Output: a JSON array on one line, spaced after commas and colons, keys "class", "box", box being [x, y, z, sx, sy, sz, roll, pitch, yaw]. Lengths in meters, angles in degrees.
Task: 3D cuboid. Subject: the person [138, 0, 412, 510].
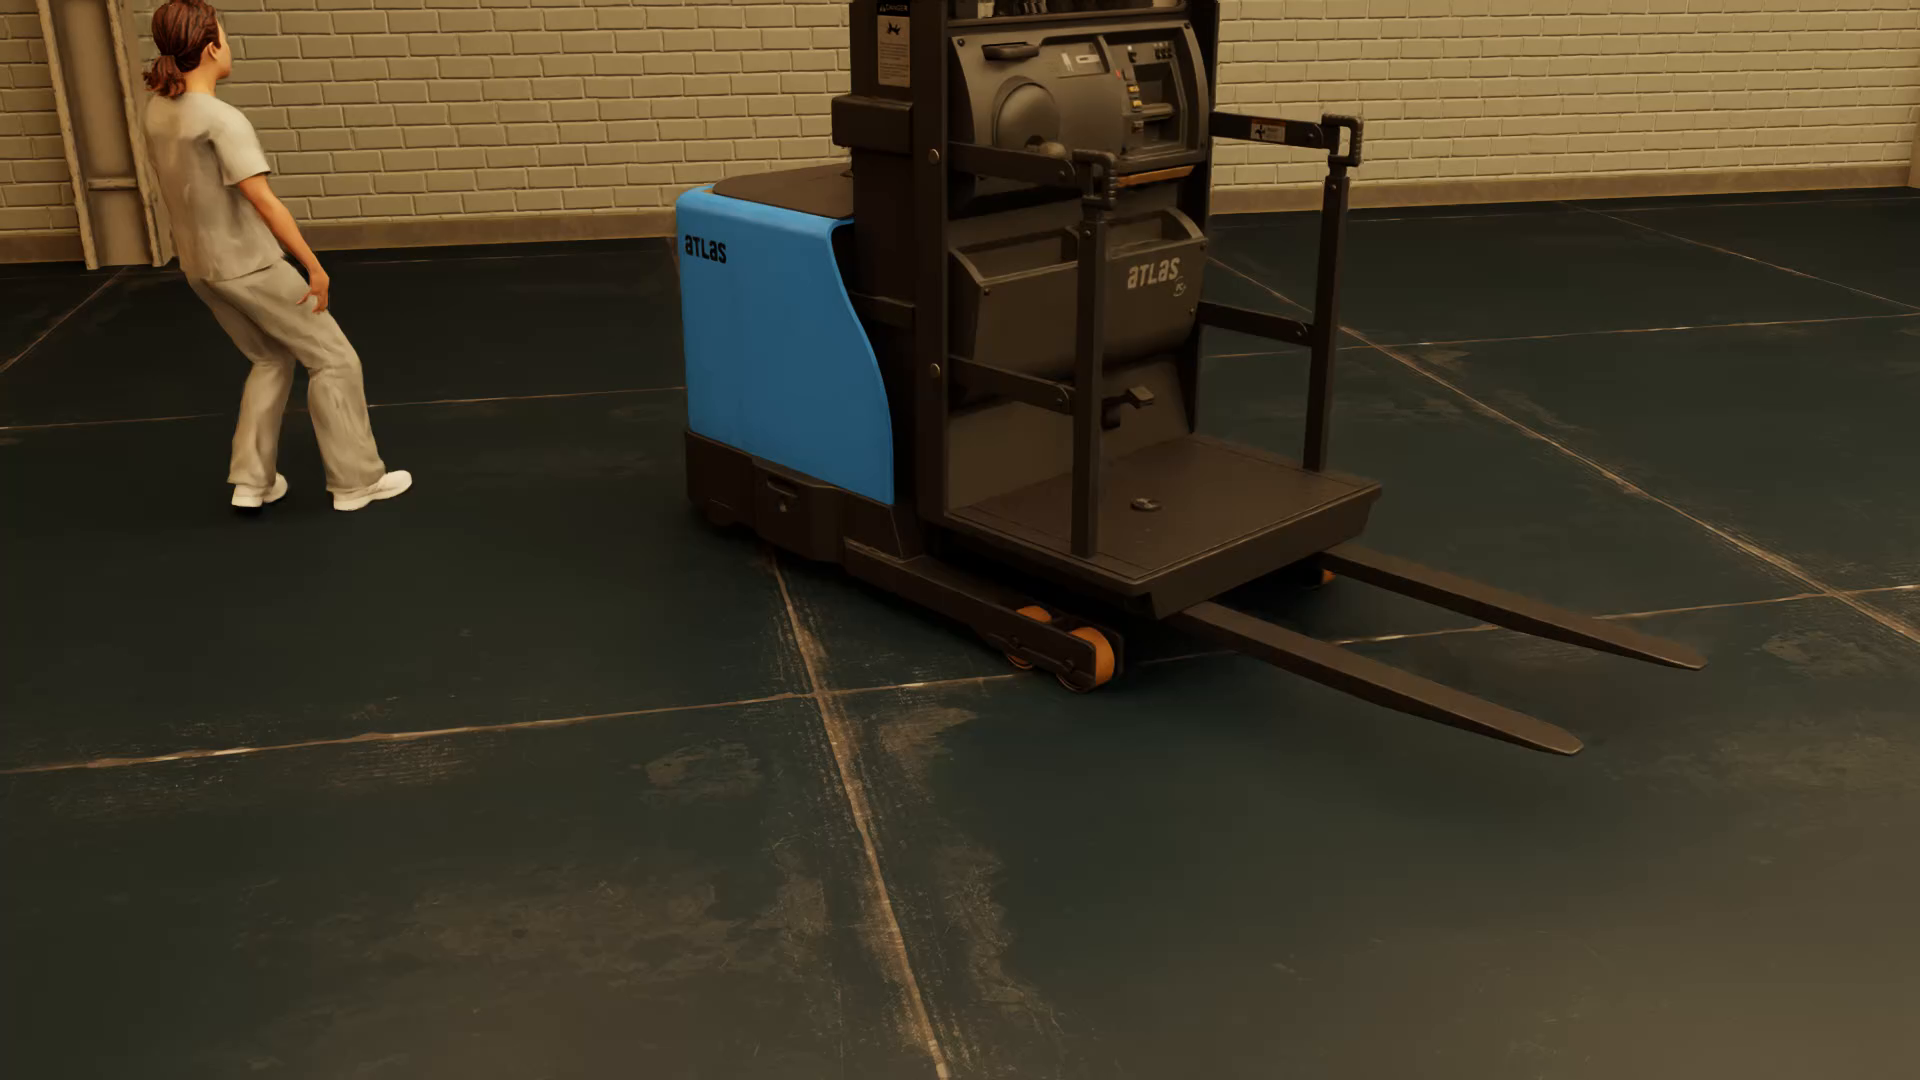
[{"class": "person", "box": [-2.218, -0.889, 5.353, 0.600, 1.635, 0.613, 15, 25, 33]}]

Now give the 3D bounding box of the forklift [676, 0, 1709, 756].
[{"class": "forklift", "box": [0.486, -1.184, 4.291, 1.130, 2.935, 3.031, -19, 28, -40]}]
